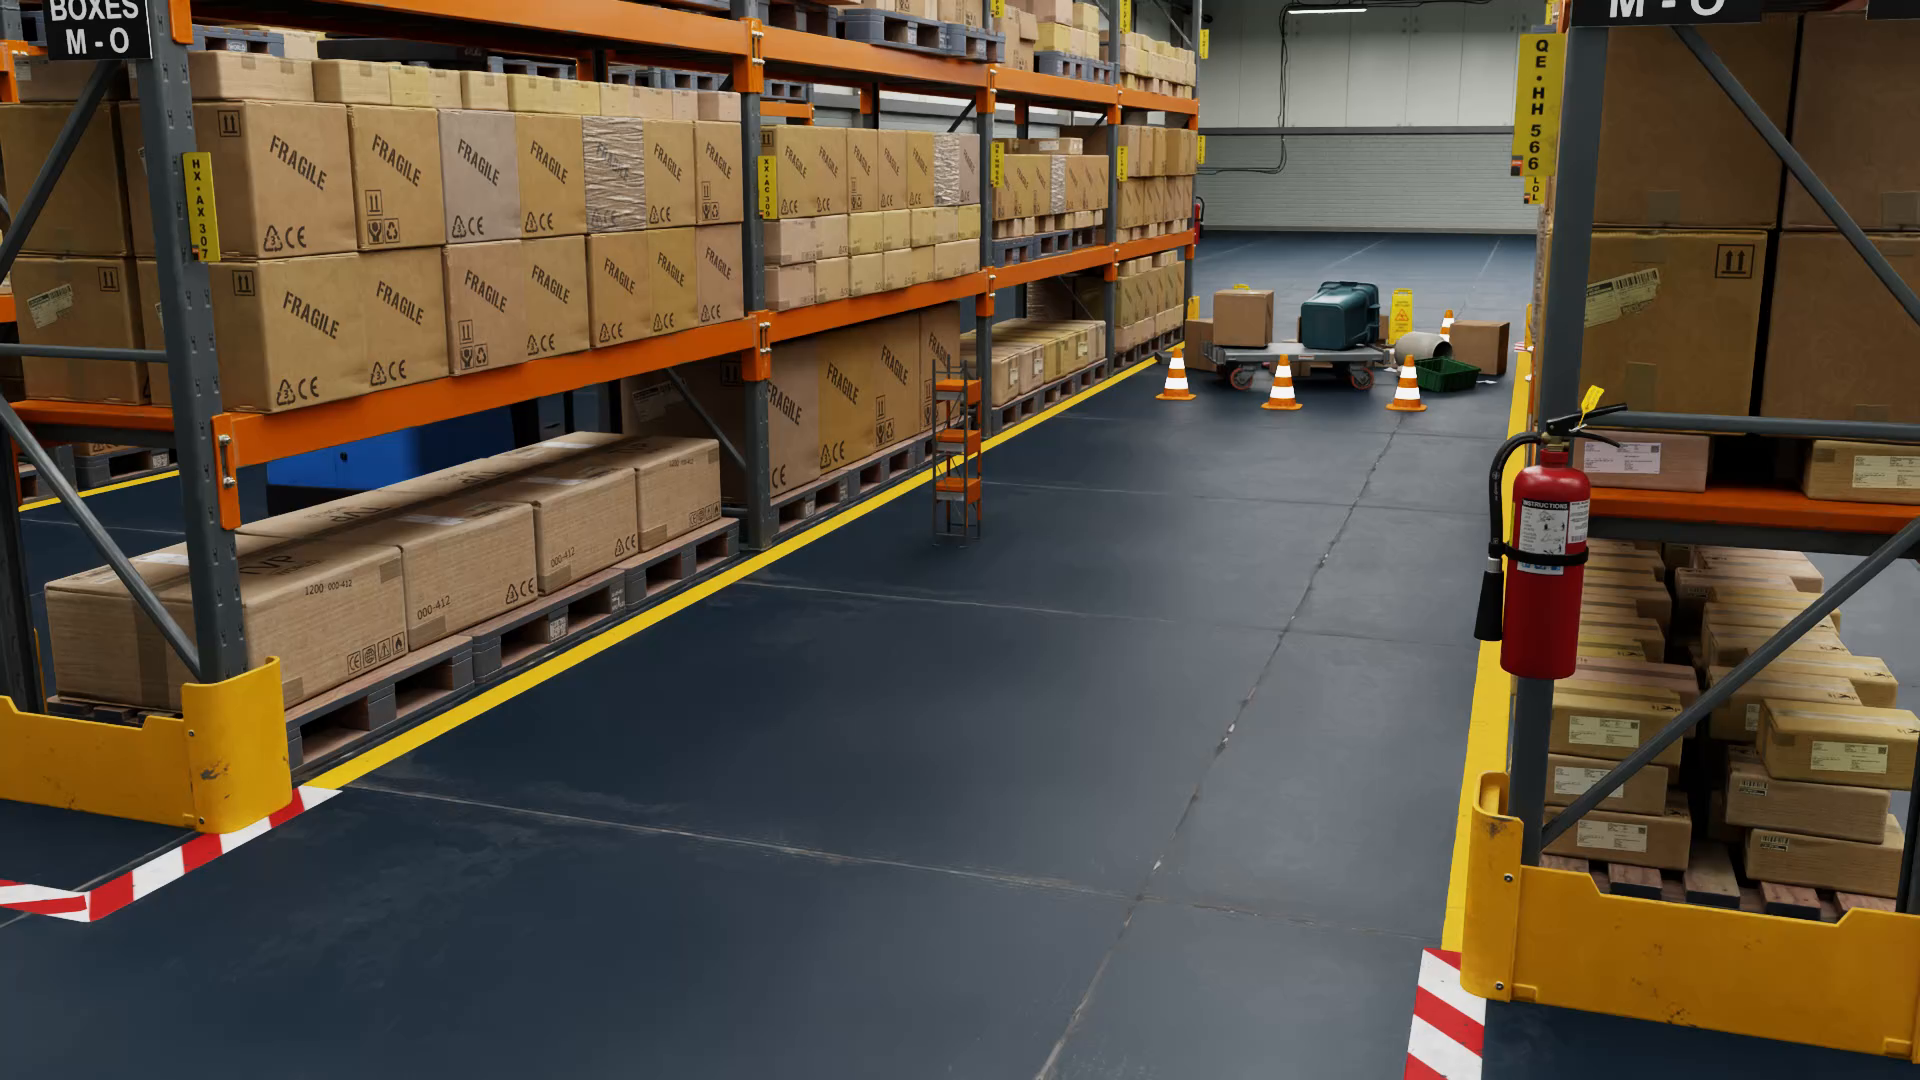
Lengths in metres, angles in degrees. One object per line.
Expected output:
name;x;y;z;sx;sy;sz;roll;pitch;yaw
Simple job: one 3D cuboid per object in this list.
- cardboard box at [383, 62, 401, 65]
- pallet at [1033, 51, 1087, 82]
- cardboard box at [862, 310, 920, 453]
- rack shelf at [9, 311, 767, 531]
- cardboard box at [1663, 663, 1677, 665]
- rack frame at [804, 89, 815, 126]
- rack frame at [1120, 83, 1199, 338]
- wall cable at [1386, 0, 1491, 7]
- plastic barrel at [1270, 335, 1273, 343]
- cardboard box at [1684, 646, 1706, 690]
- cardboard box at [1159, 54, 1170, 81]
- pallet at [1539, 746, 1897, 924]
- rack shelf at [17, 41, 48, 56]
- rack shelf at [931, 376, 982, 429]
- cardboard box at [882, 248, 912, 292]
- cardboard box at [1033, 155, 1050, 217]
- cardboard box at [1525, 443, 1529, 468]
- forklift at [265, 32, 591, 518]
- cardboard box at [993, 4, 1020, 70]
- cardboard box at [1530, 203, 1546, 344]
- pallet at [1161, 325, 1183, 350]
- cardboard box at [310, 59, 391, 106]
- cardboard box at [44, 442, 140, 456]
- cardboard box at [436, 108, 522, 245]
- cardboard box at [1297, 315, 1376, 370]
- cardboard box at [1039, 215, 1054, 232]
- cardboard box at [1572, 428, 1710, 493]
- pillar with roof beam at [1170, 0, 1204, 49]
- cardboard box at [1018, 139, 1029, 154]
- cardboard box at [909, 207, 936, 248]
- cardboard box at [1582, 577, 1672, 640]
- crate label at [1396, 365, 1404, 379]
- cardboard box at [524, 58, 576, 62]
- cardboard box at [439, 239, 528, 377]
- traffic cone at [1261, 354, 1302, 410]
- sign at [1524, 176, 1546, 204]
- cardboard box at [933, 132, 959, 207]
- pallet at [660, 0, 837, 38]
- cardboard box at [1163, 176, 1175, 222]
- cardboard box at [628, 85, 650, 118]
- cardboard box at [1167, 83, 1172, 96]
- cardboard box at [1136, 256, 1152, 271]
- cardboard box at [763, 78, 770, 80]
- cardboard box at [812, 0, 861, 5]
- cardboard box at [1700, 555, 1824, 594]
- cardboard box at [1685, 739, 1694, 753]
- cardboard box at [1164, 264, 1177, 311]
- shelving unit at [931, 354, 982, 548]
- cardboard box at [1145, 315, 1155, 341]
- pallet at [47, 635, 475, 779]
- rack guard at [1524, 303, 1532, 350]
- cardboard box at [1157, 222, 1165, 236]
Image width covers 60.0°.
cardboard box;-4.882;-3.900;13.432;0.500;0.250;0.500;4;13;17
pallet;0.413;-4.152;14.620;1.213;0.211;1.003;4;14;18
cardboard box;-0.842;-1.122;11.494;0.875;0.875;0.875;5;14;19
rack shelf;-2.189;-0.666;7.282;1.077;0.370;4.000;4;14;18
cardboard box;2.132;0.489;5.398;0.380;0.149;0.250;4;14;18
rack frame;-2.357;-4.321;21.679;1.000;3.000;0.127;4;14;18
rack frame;2.341;-3.964;20.116;1.000;3.000;0.127;4;14;18
wall cable;13.964;-16.754;48.076;3.097;2.526;0.112;4;14;18
plastic barrel;3.105;-2.165;18.020;0.421;0.421;0.512;-8;15;-30
cardboard box;2.612;0.467;5.494;0.380;0.149;0.250;4;13;16
cardboard box;1.942;-5.050;17.799;0.500;0.250;0.500;4;14;19
pallet;2.201;0.914;5.007;1.003;0.211;1.213;4;14;18
rack shelf;-5.593;-3.327;12.200;1.077;0.370;4.000;4;14;18
rack shelf;-0.017;-0.767;9.261;0.215;0.259;0.240;4;14;18
cardboard box;-0.632;-1.759;10.790;0.500;0.250;0.500;4;13;17
cardboard box;0.444;-2.979;13.963;0.500;0.500;0.500;5;14;19
cardboard box;3.176;-0.263;8.572;0.500;0.500;0.500;4;13;17
forklift;-3.096;-1.737;10.510;1.130;2.935;3.031;4;13;15
cardboard box;0.069;-3.990;13.263;0.700;0.500;0.500;4;14;18
cardboard box;2.426;-1.002;6.245;0.500;0.500;0.500;4;13;17
pallet;2.020;-2.420;19.618;1.003;0.211;1.213;4;14;18
cardboard box;-2.249;-1.610;5.870;0.380;0.149;0.250;5;14;20
cardboard box;-5.870;-0.866;11.216;0.500;0.500;0.500;5;14;21
cardboard box;-2.091;-1.431;6.543;0.500;0.500;0.500;4;14;18
cardboard box;3.873;-2.064;17.095;0.797;0.637;0.503;4;14;18
cardboard box;0.602;-2.754;14.434;0.380;0.149;0.250;5;14;20
cardboard box;1.718;-0.227;4.306;0.380;0.149;0.250;4;14;18
pillar with roof beam;10.345;-13.171;46.970;9.100;9.000;0.548;4;14;18
cardboard box;0.560;-3.763;15.941;0.380;0.149;0.250;4;14;18
cardboard box;-0.473;-2.113;11.218;0.500;0.250;0.500;4;13;17
cardboard box;2.279;0.234;5.846;0.380;0.149;0.250;4;13;17
crate label;4.463;-1.648;16.399;0.298;0.136;0.250;-5;14;-21
cardboard box;-3.903;-4.820;16.154;0.500;0.311;0.500;4;13;16
cardboard box;-2.090;-0.939;6.637;0.500;0.500;0.500;4;14;18
traffic cone;2.822;-1.391;14.540;0.336;0.463;0.334;4;14;18
sign;2.648;-1.706;7.621;0.100;0.325;0.005;4;14;18
cardboard box;-0.326;-2.580;11.579;0.500;0.500;0.500;5;14;19
pallet;-1.292;-3.004;9.595;0.805;0.209;1.217;4;13;16
cardboard box;2.094;-3.814;18.564;0.500;0.500;0.500;4;14;18
cardboard box;-1.683;-2.048;7.792;0.380;0.149;0.250;4;14;18
cardboard box;2.142;-4.996;18.461;0.380;0.149;0.250;4;14;18
cardboard box;1.839;-2.960;17.810;0.380;0.149;0.250;5;14;22
cardboard box;-2.696;-5.766;19.877;0.700;0.500;0.500;4;14;19
cardboard box;-0.801;-3.232;9.749;0.380;0.166;0.250;3;13;15
cardboard box;2.953;0.166;6.146;0.380;0.149;0.250;4;13;16
cardboard box;2.613;0.617;5.506;0.380;0.149;0.250;4;14;19
cardboard box;2.163;-2.897;18.988;0.500;0.500;0.500;5;14;20
shelving unit;-0.017;-0.501;9.322;0.215;1.050;0.252;4;14;18
cardboard box;1.824;-2.316;18.131;0.500;0.250;0.500;4;14;18
pallet;-2.651;0.590;6.429;1.003;0.211;1.213;4;14;18
rack guard;7.065;-2.416;18.948;1.175;0.500;0.348;4;14;18
cardboard box;2.075;-3.473;18.530;0.380;0.149;0.250;4;14;18
